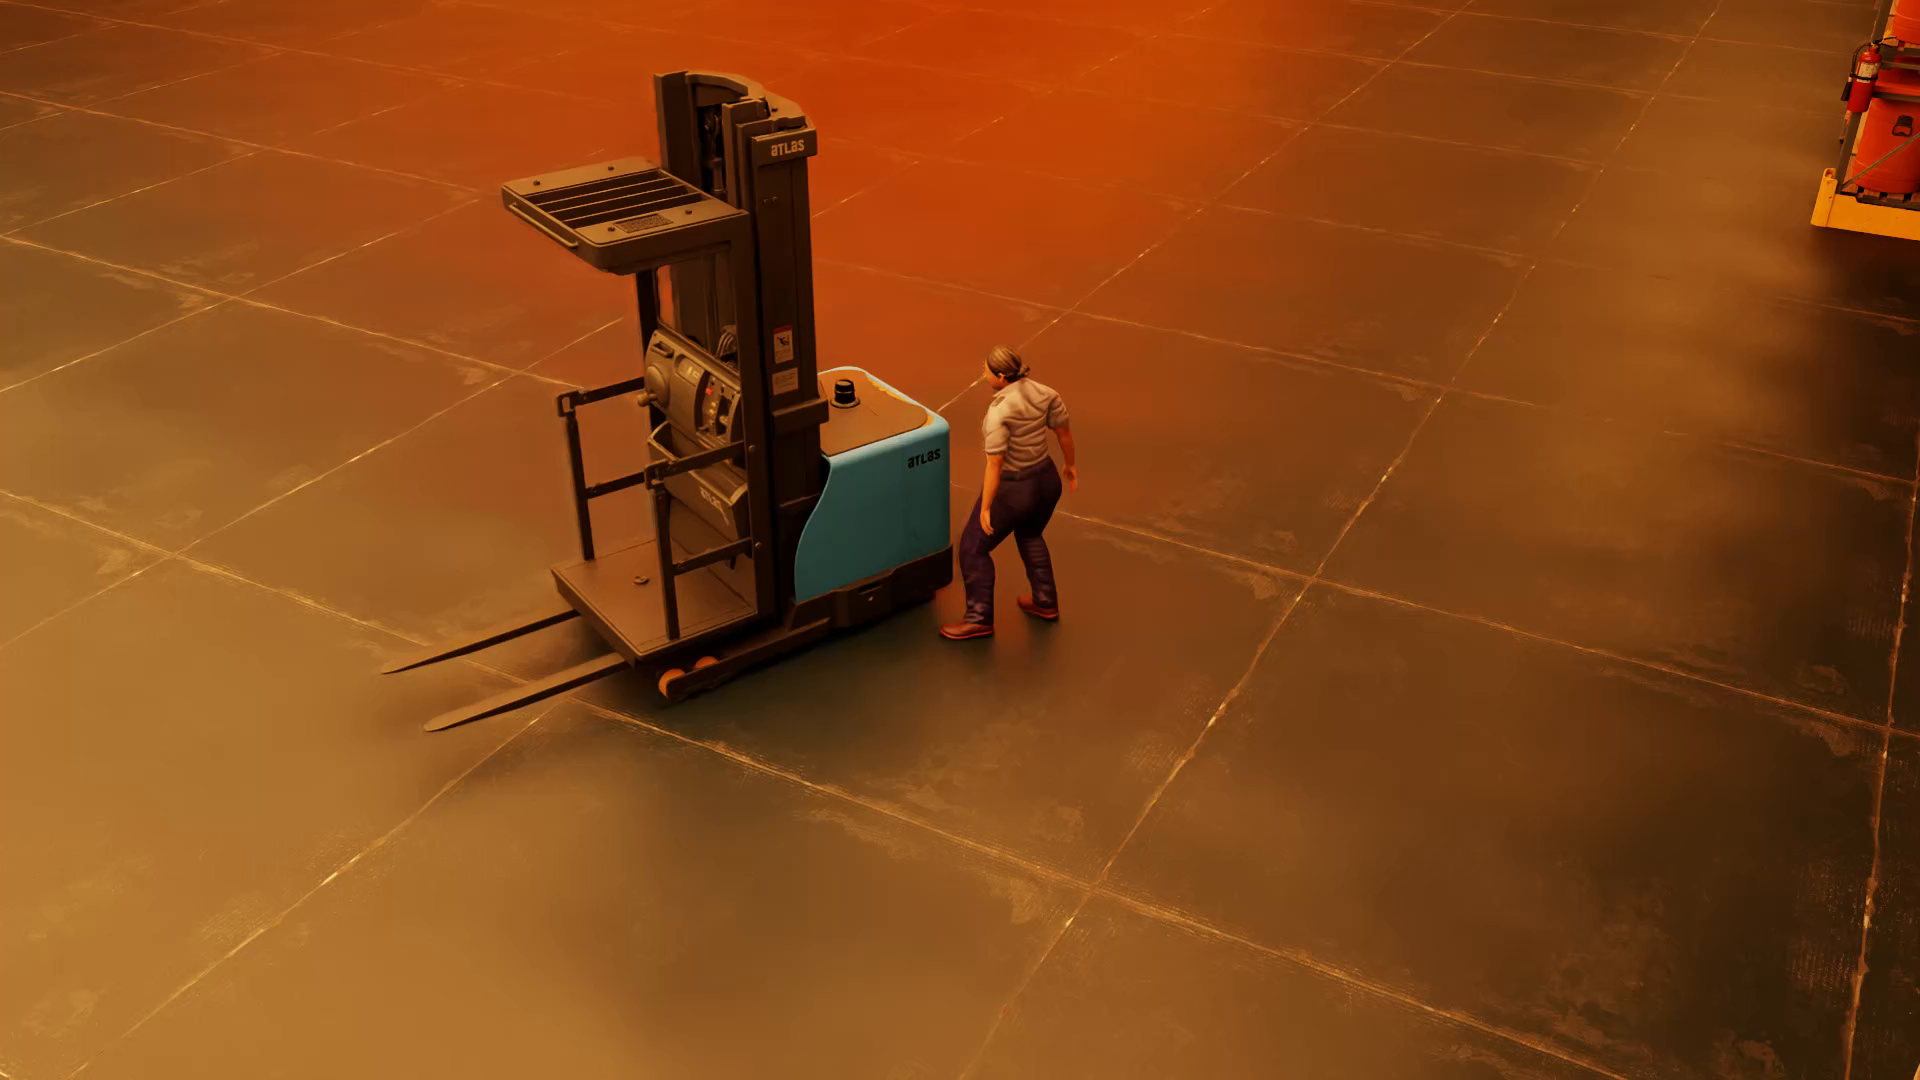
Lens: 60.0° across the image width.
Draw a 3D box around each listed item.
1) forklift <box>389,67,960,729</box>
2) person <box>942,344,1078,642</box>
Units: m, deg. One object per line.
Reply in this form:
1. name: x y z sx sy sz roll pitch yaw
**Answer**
1. forklift: -1.489 -0.753 8.376 3.031 2.935 1.130 -20 36 -31
2. person: 0.296 -0.252 8.846 0.374 1.610 0.811 25 38 36
